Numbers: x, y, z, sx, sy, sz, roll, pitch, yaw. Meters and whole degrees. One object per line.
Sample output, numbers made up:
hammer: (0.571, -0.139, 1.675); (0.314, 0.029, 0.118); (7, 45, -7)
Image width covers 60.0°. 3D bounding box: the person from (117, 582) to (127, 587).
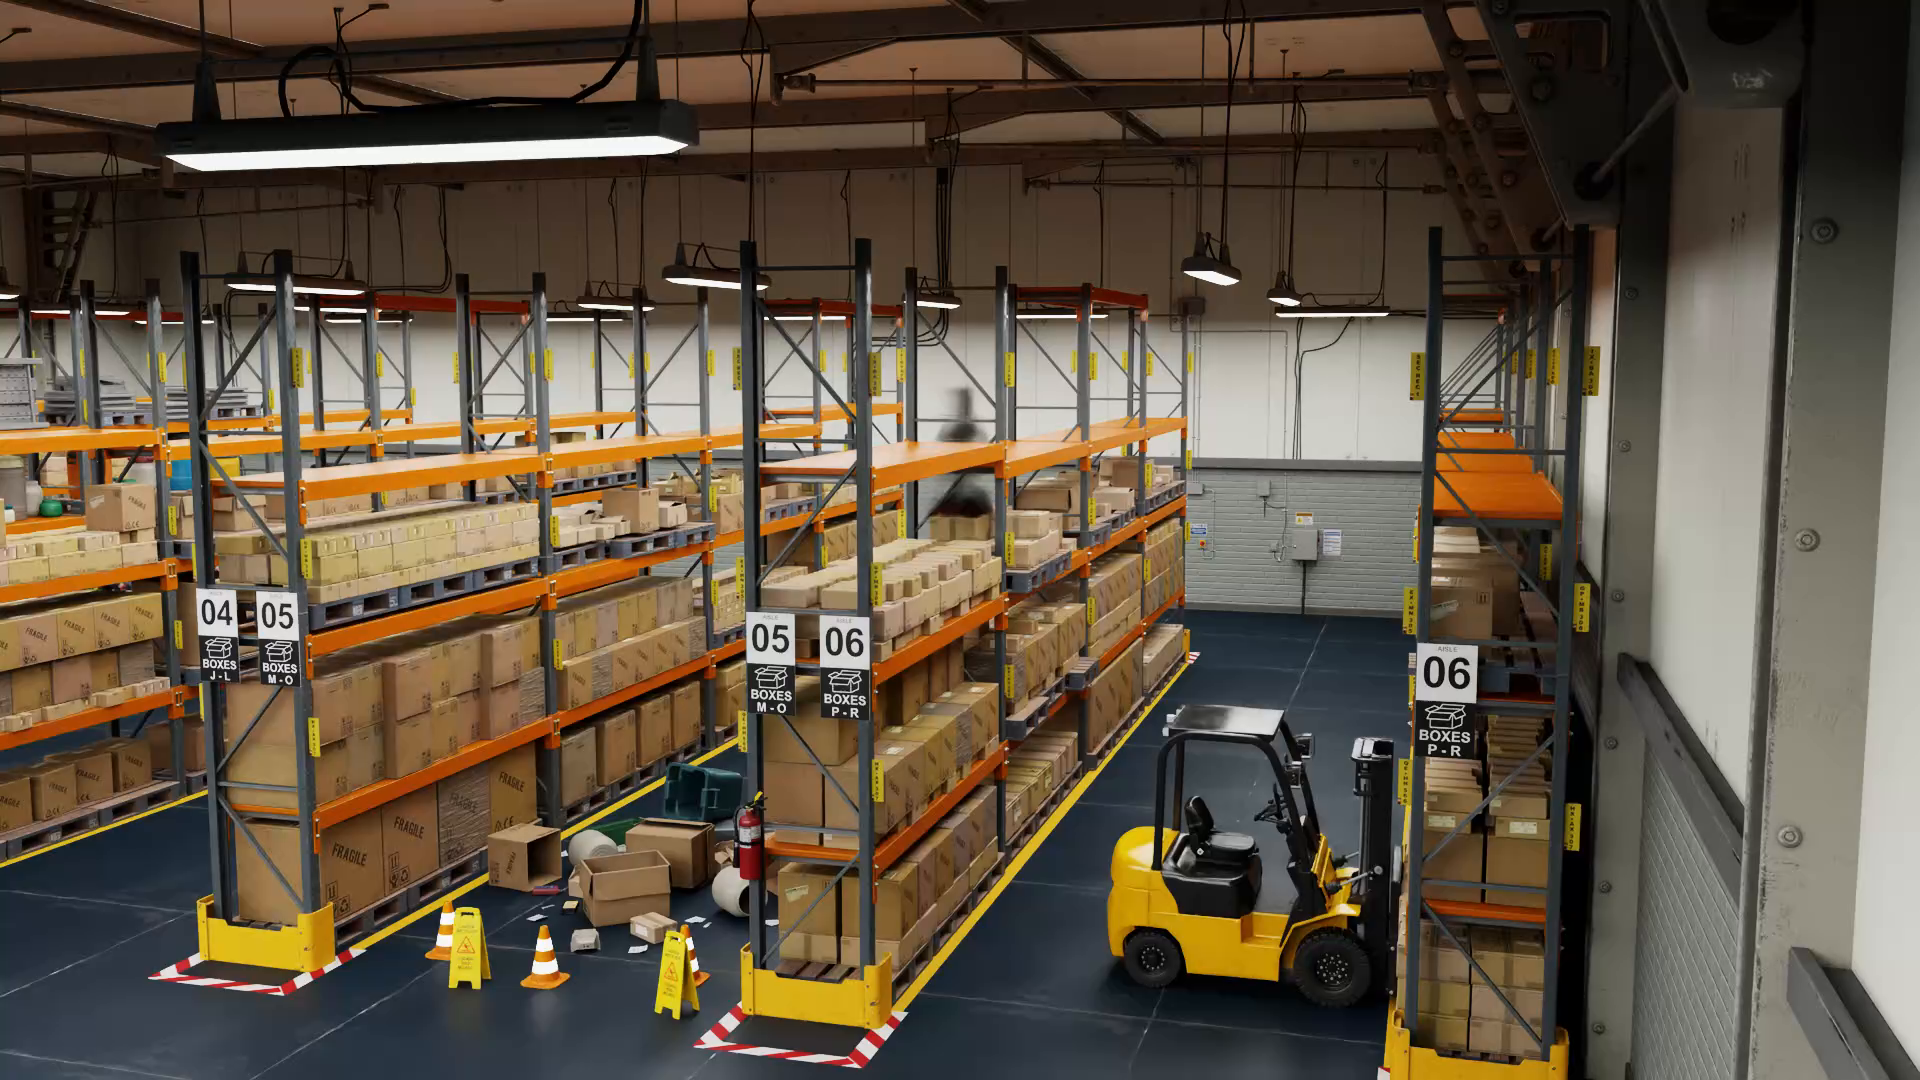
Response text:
person: (-14.106, 1.199, 28.366); (0.588, 1.668, 0.796); (1, 7, 11)
